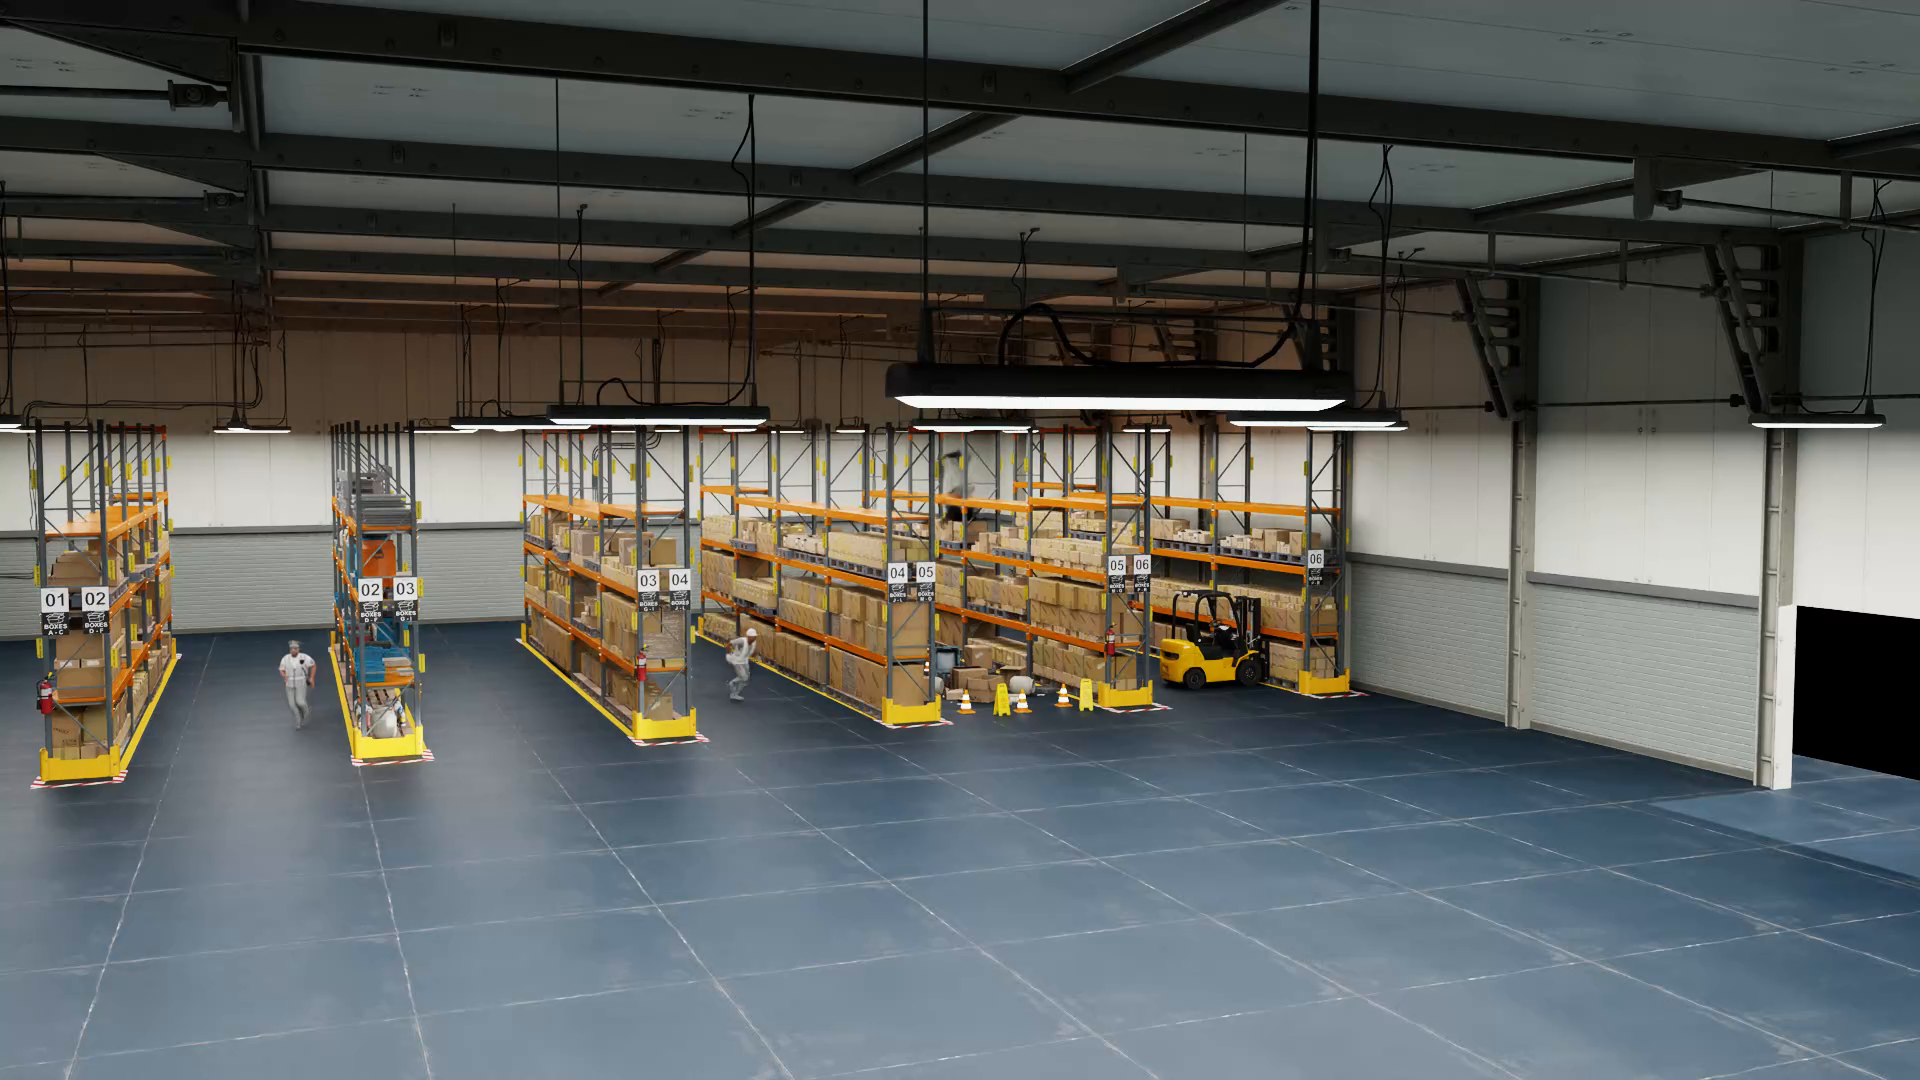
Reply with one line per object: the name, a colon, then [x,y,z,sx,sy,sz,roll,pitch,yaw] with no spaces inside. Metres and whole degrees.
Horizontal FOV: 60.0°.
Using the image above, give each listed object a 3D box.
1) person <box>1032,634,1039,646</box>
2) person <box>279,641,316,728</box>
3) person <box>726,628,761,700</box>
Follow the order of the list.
person: [2.091,1.904,43.225,0.589,1.794,0.727,-1,4,-21]
person: [-12.943,2.817,32.422,0.631,1.732,0.731,0,4,-8]
person: [-4.691,2.687,35.895,0.820,1.590,0.715,3,5,38]
